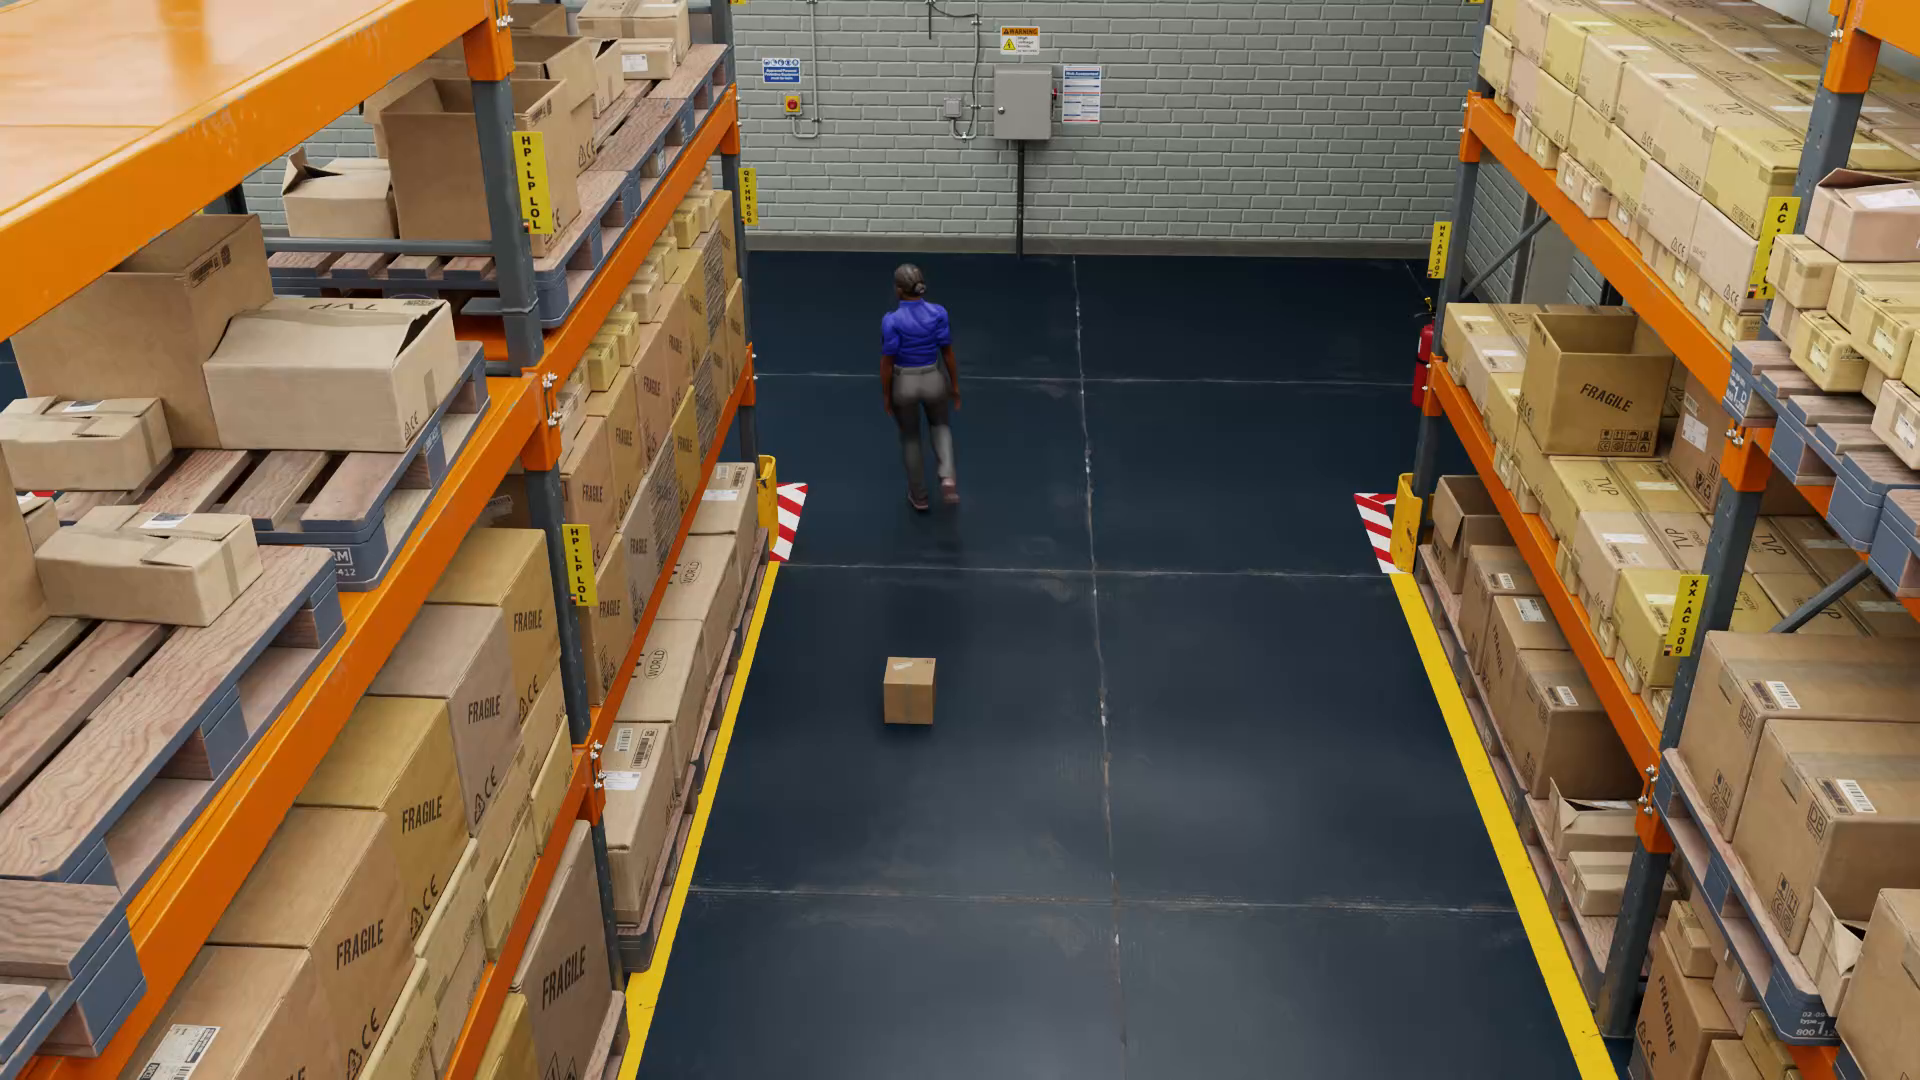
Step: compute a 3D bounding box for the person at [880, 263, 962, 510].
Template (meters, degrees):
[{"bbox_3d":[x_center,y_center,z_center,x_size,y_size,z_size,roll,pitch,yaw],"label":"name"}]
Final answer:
[{"bbox_3d":[-0.246,-0.932,10.333,0.512,1.642,0.473,-7,29,-13],"label":"person"}]
